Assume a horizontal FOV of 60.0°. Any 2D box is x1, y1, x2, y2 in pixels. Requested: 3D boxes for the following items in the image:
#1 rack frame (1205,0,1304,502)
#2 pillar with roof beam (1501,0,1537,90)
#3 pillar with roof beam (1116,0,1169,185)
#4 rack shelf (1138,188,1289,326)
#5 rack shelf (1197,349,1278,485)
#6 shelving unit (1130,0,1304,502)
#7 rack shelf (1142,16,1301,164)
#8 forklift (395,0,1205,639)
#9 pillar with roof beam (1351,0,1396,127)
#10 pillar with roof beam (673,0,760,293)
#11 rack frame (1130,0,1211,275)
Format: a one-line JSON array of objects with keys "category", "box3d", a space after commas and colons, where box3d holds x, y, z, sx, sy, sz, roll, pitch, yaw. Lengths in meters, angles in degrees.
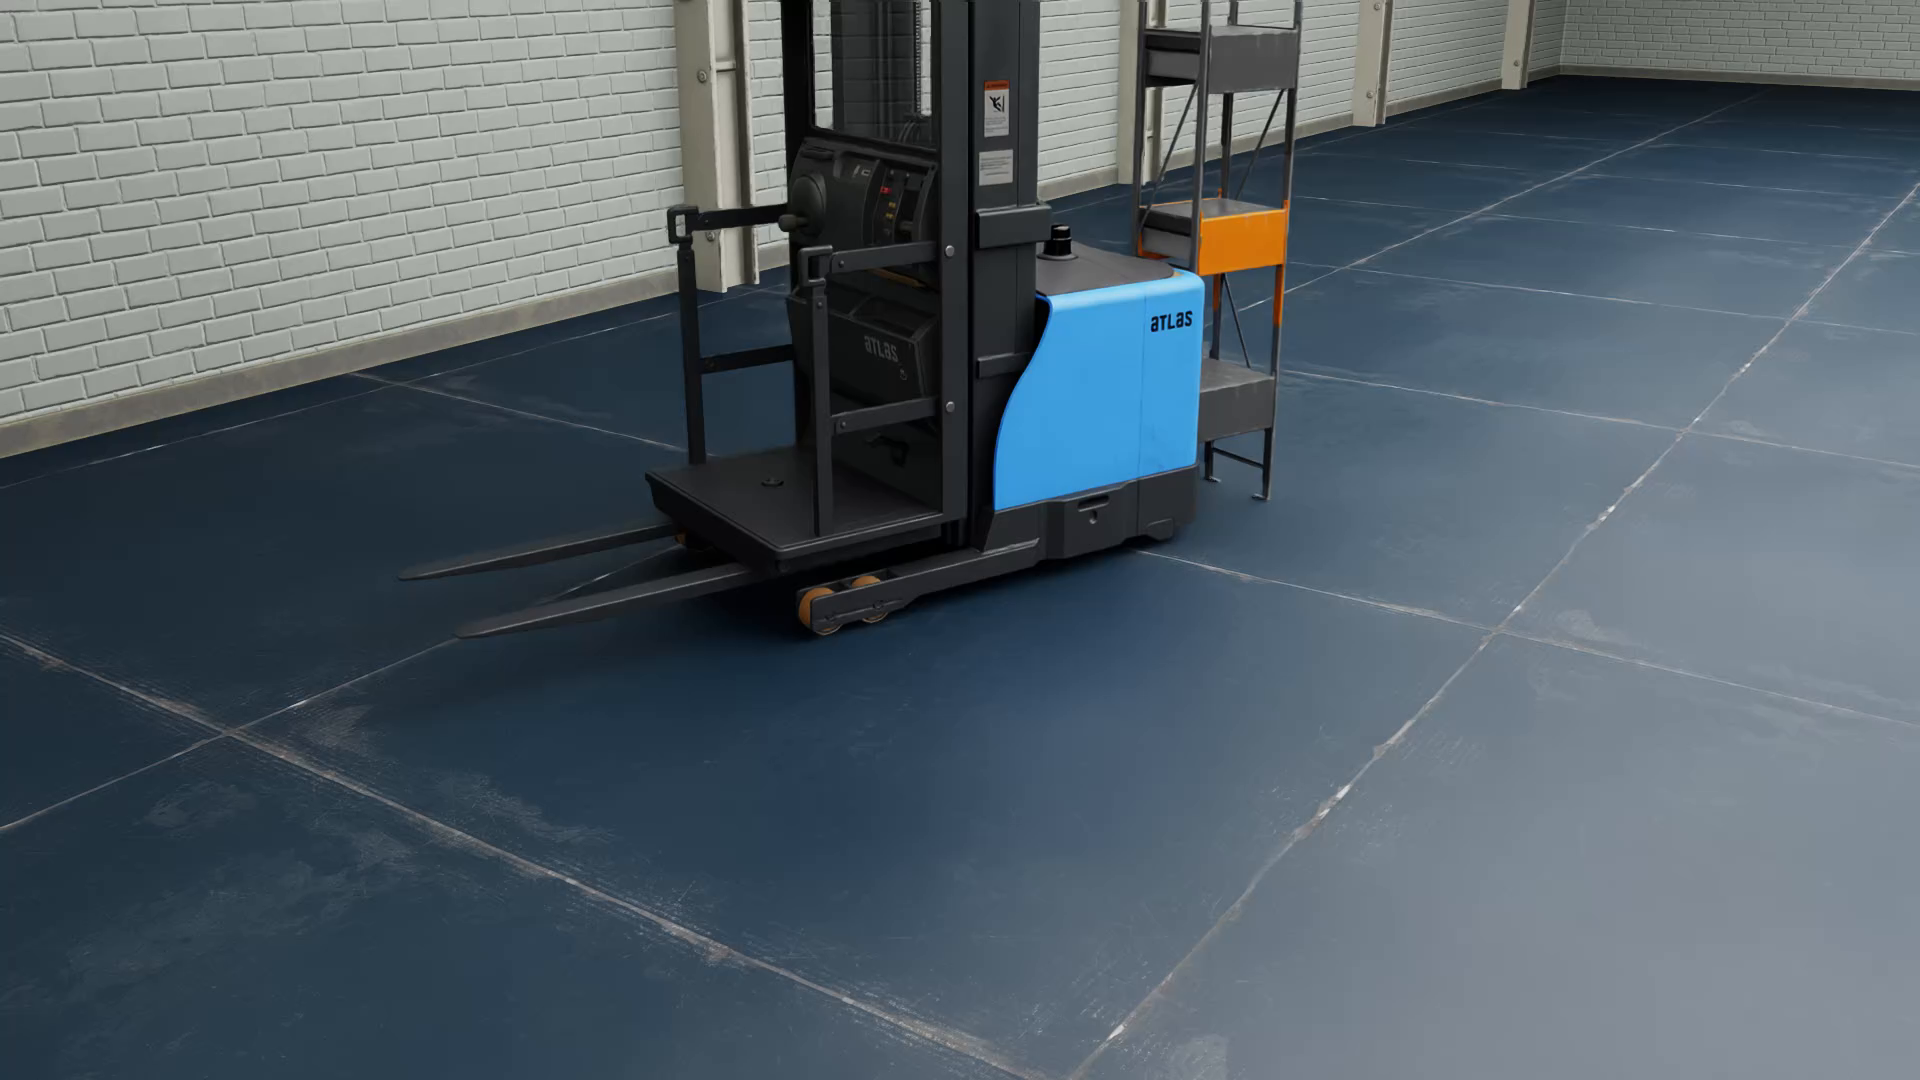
[{"category": "rack frame", "box3d": [1.226, -1.209, 7.007, 0.015, 2.100, 0.400, -13, 24, -32]}, {"category": "pillar with roof beam", "box3d": [12.044, -10.315, 21.680, 9.100, 9.000, 0.400, 13, 24, 32]}, {"category": "pillar with roof beam", "box3d": [5.298, -6.872, 12.372, 9.100, 9.000, 0.400, 13, 24, 32]}, {"category": "rack shelf", "box3d": [1.025, -1.148, 6.882, 0.480, 0.518, 0.431, -13, 24, -32]}, {"category": "rack shelf", "box3d": [1.025, -0.492, 7.125, 0.480, 0.518, 0.431, -13, 24, -32]}, {"category": "shelving unit", "box3d": [1.025, -1.161, 6.878, 0.503, 2.100, 0.431, -13, 24, -32]}, {"category": "rack shelf", "box3d": [1.025, -1.805, 6.639, 0.480, 0.518, 0.431, -13, 24, -32]}, {"category": "forklift", "box3d": [-0.534, -1.248, 5.913, 3.031, 2.935, 1.130, -13, 24, -32]}, {"category": "pillar with roof beam", "box3d": [8.671, -8.593, 17.026, 9.100, 9.000, 0.400, 13, 24, 32]}, {"category": "pillar with roof beam", "box3d": [1.925, -5.150, 7.718, 9.100, 9.000, 0.400, 13, 24, 32]}, {"category": "rack frame", "box3d": [0.824, -1.113, 6.748, 0.015, 2.100, 0.400, -13, 24, -32]}]
